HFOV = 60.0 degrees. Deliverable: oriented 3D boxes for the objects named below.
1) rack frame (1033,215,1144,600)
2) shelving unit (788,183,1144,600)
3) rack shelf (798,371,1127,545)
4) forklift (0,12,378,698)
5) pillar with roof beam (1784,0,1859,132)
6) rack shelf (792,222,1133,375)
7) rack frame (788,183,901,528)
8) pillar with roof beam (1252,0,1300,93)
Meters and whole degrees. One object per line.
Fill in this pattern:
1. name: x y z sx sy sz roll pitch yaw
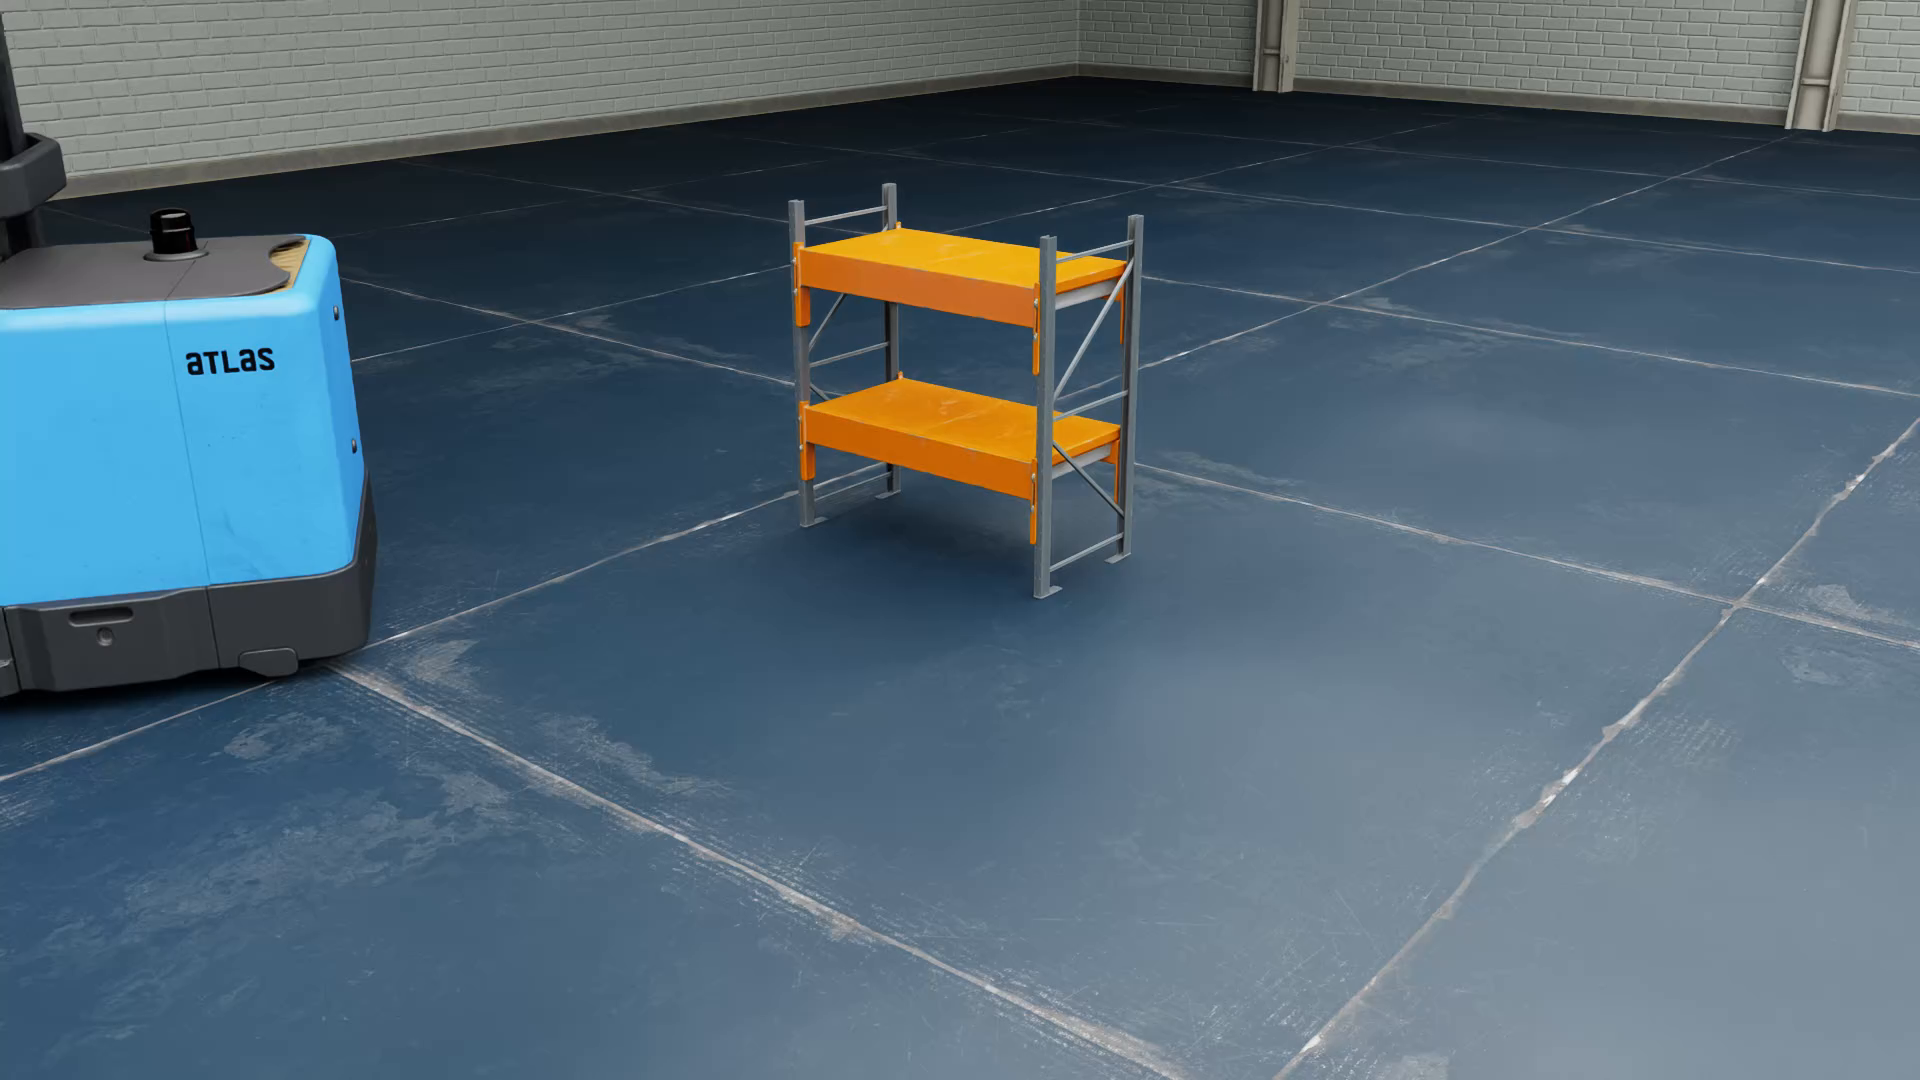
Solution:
1. rack frame: 0.399 -0.411 5.165 0.032 1.125 0.500 16 26 36
2. shelving unit: 0.005 -0.525 5.466 1.048 1.125 0.538 16 26 36
3. rack shelf: 0.005 -0.296 5.552 1.000 0.278 0.538 16 26 36
4. forklift: -3.254 -1.017 4.211 3.031 2.935 1.130 -6 21 -15
5. pillar with roof beam: 5.695 -7.107 11.761 0.400 9.000 9.100 16 26 36
6. rack shelf: 0.005 -0.799 5.362 1.000 0.278 0.538 16 26 36
7. rack frame: -0.389 -0.638 5.766 0.032 1.125 0.500 16 26 36
8. pillar with roof beam: 1.047 -8.446 15.311 0.400 9.000 9.100 16 26 36
